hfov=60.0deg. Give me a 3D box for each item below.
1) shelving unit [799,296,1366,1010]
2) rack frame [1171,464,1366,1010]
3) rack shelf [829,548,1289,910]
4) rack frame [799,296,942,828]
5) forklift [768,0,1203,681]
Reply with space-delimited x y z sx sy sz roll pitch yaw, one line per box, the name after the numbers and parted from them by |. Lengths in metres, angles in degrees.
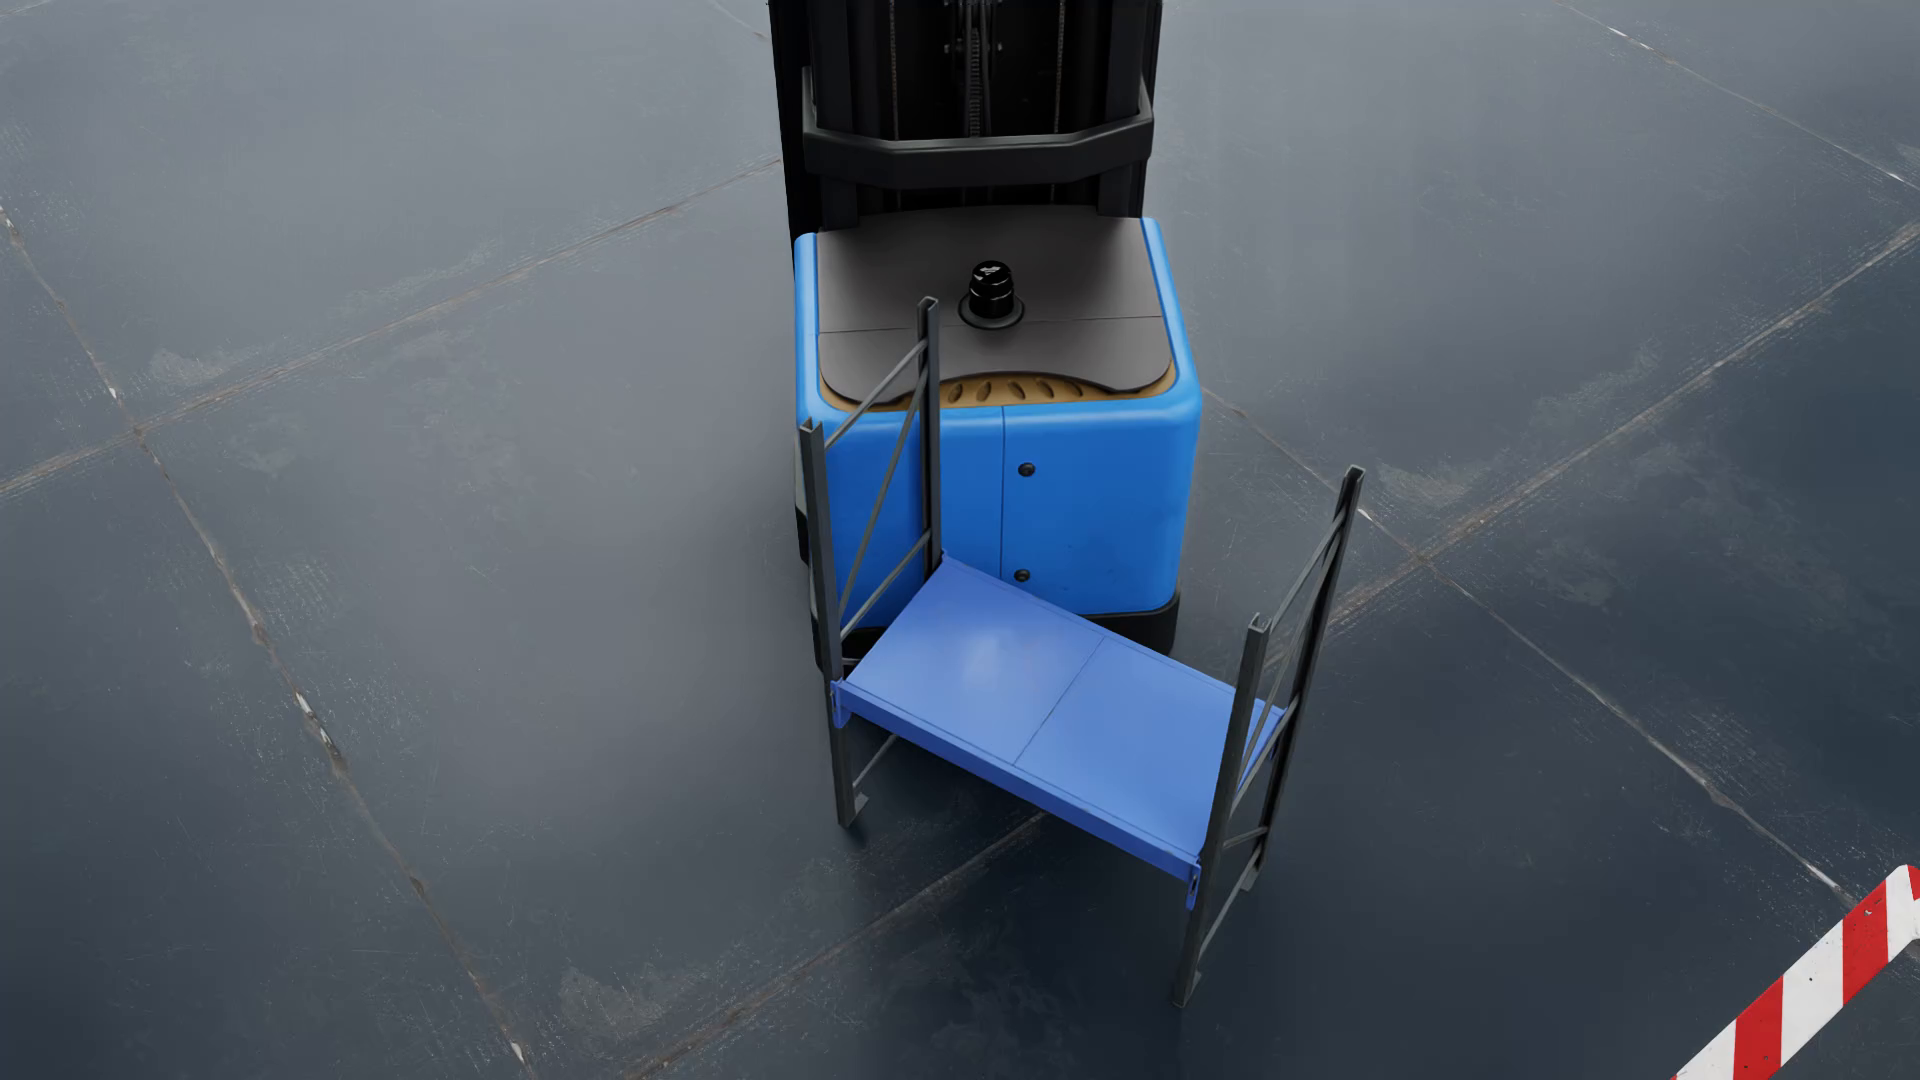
0.243 0.316 3.951 1.048 1.500 0.538 24 52 21 | shelving unit
0.677 0.513 3.773 0.032 1.500 0.500 24 52 21 | rack frame
0.243 0.437 4.084 1.000 0.185 0.538 24 52 21 | rack shelf
-0.191 0.120 4.129 0.032 1.500 0.500 24 52 21 | rack frame
-0.002 -1.663 4.779 1.130 2.935 3.031 -3 48 -3 | forklift
